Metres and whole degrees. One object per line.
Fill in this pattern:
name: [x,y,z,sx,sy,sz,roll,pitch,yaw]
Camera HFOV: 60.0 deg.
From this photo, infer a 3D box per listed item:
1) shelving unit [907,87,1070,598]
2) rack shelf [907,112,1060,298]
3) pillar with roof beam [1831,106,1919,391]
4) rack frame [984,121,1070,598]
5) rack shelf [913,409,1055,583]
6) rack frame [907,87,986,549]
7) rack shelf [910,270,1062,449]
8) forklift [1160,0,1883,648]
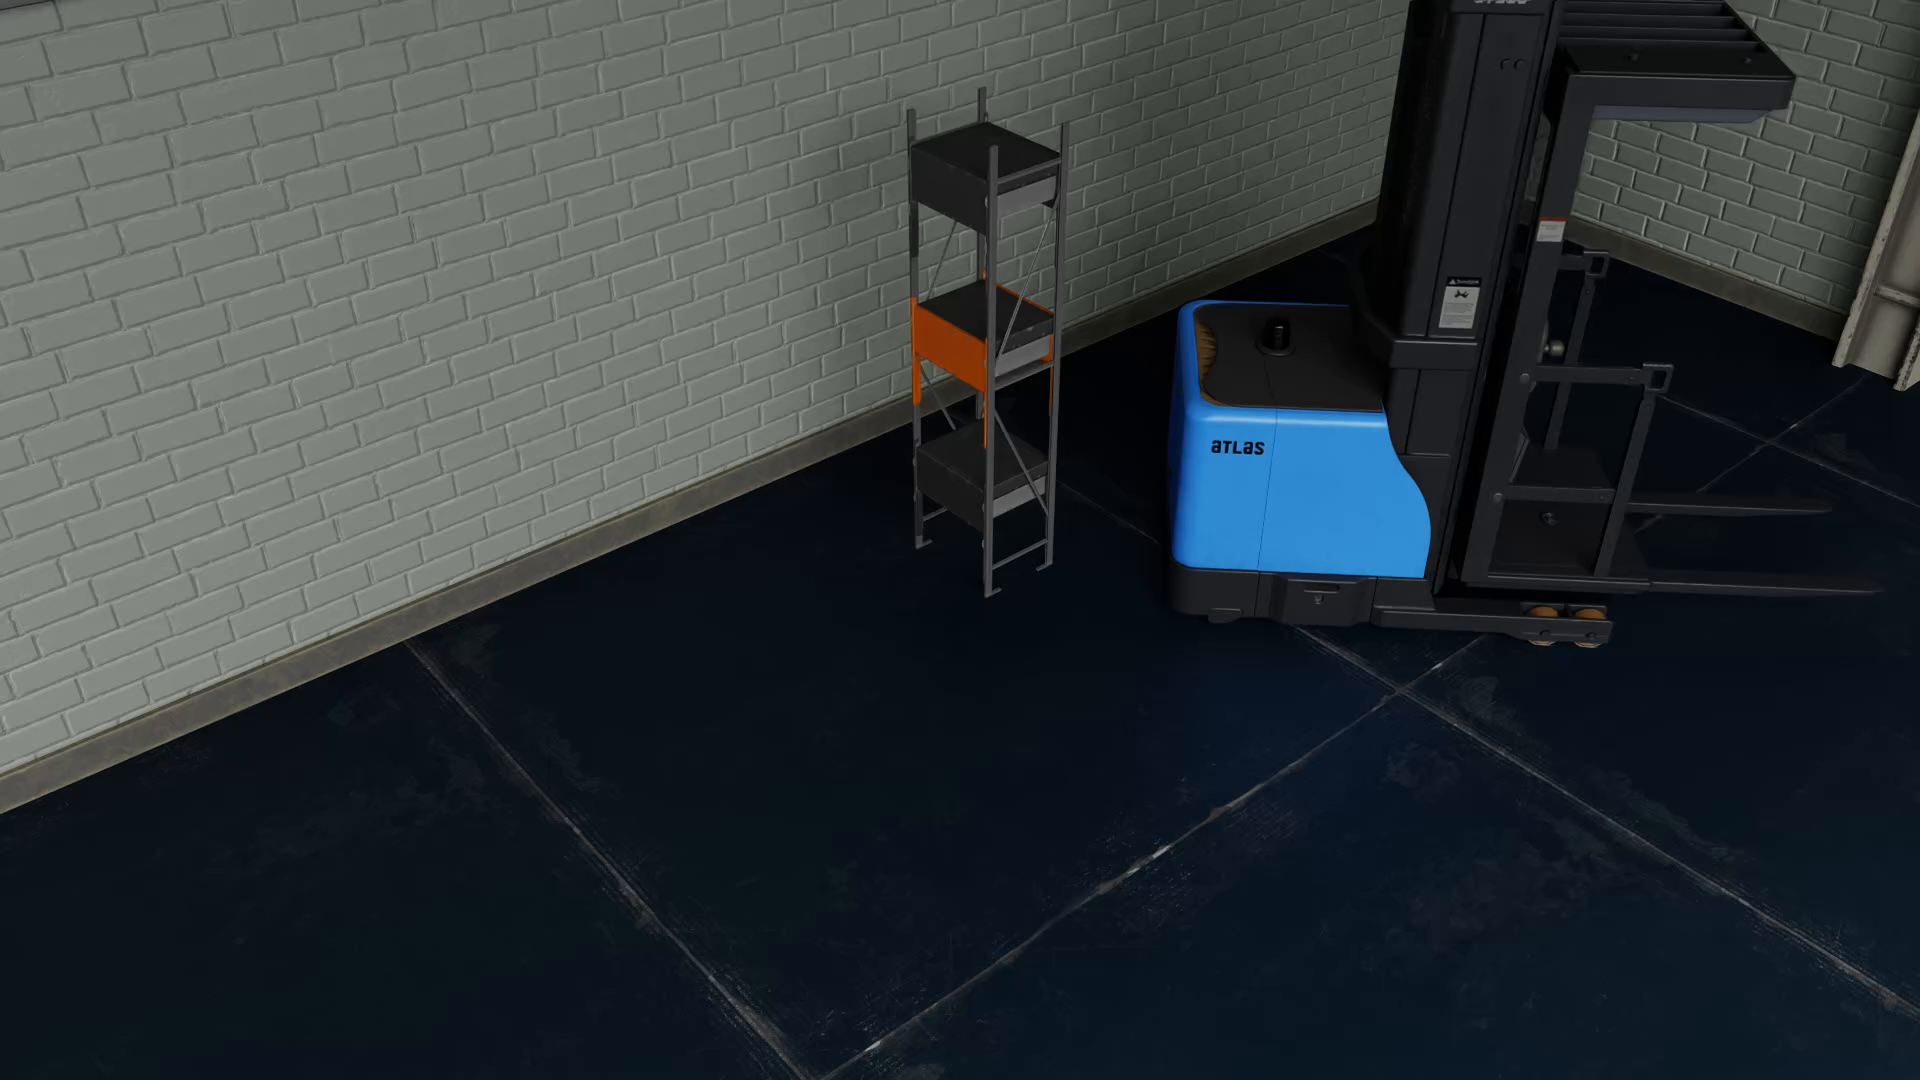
shelving unit: [0.107,-0.784,7.040,0.431,2.100,0.503,-26,43,-32]
rack shelf: [0.107,-1.344,6.643,0.431,0.518,0.480,-26,43,-32]
pillar with roof beam: [1.727,-3.002,4.203,9.100,9.000,0.400,-26,43,-32]
rack frame: [0.264,-0.676,6.888,0.400,2.100,0.015,-26,43,-32]
rack shelf: [0.107,-0.201,7.452,0.431,0.518,0.480,-26,43,-32]
rack frame: [-0.051,-0.892,7.192,0.400,2.100,0.015,-26,43,-32]
rack shelf: [0.107,-0.773,7.048,0.431,0.518,0.480,-26,43,-32]
forklift: [2.437,-1.057,6.707,3.031,2.935,1.130,2,35,4]
